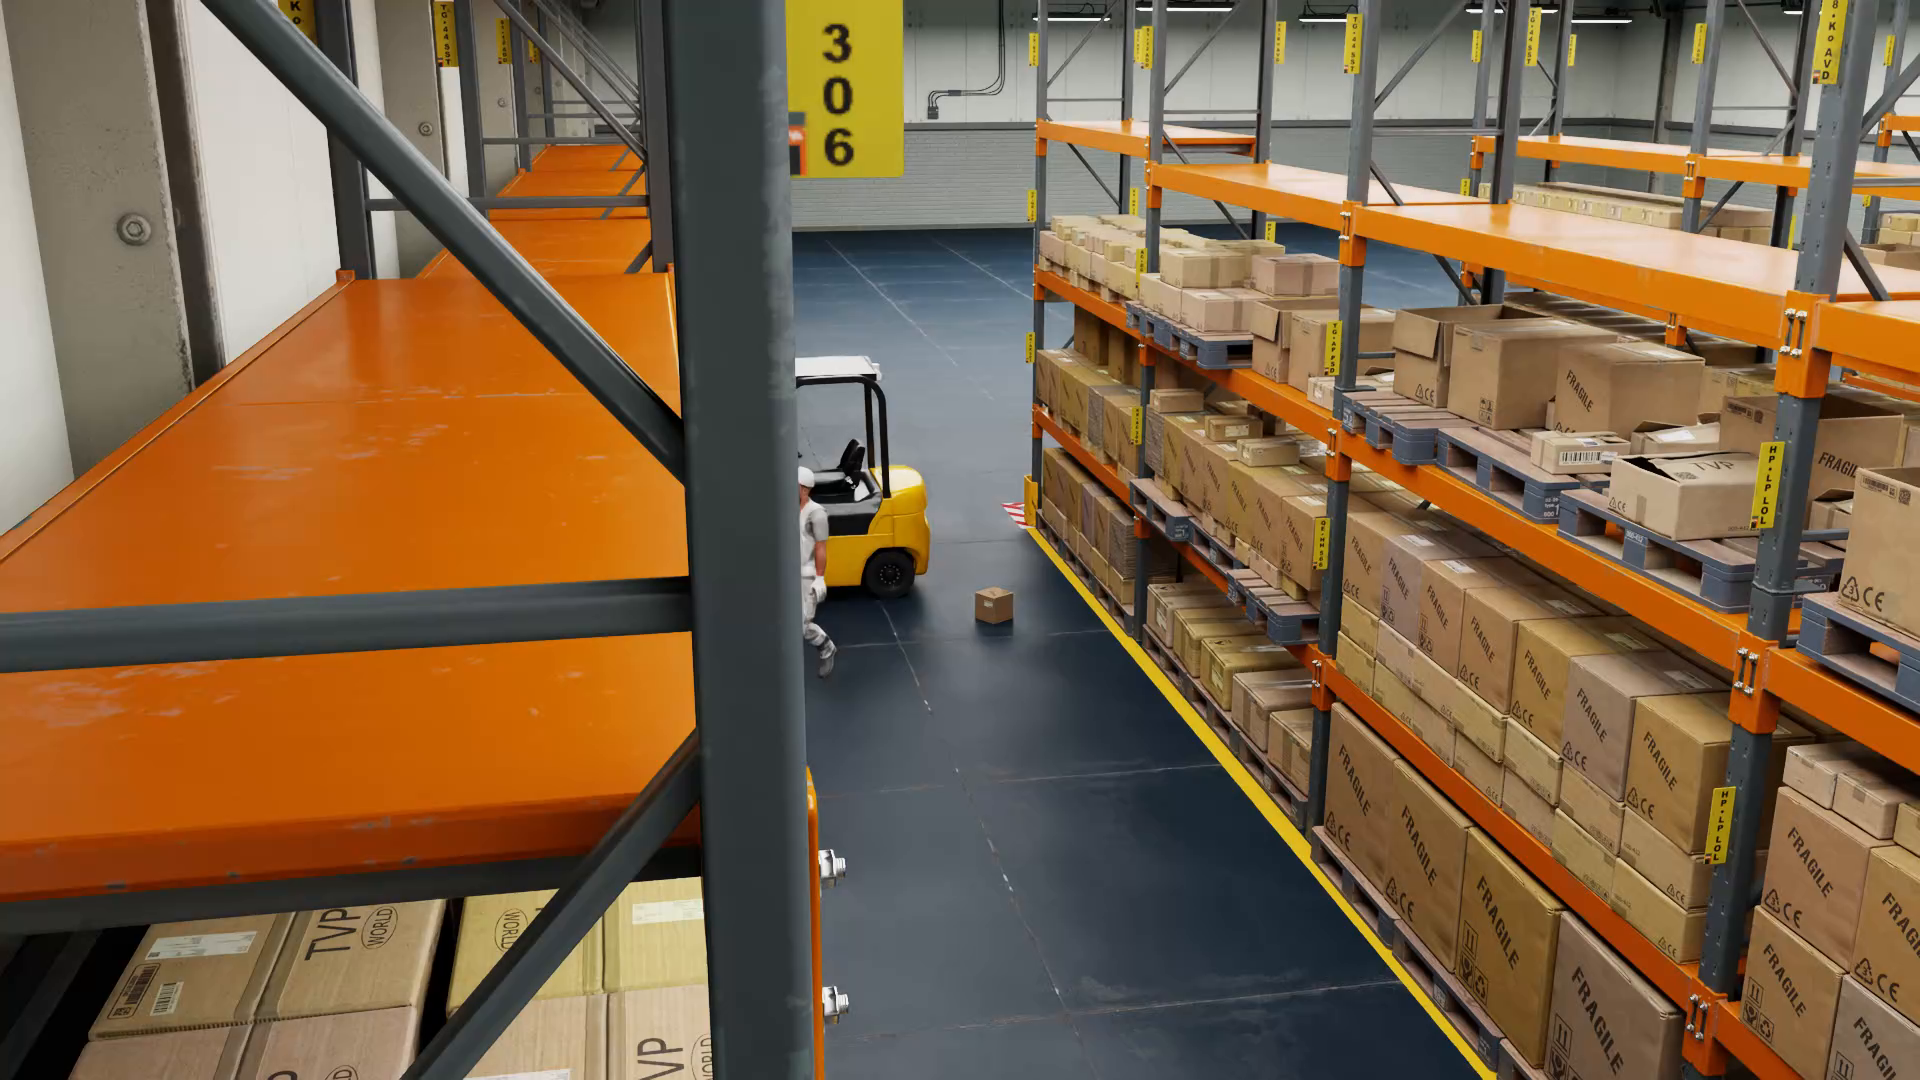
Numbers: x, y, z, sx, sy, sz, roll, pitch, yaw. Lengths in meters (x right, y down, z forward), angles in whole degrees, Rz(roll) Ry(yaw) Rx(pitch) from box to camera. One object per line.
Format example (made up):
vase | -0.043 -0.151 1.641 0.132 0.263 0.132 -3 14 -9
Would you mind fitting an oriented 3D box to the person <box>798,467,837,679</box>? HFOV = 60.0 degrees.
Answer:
person | -1.319 0.304 13.349 0.590 1.785 0.620 15 22 41
